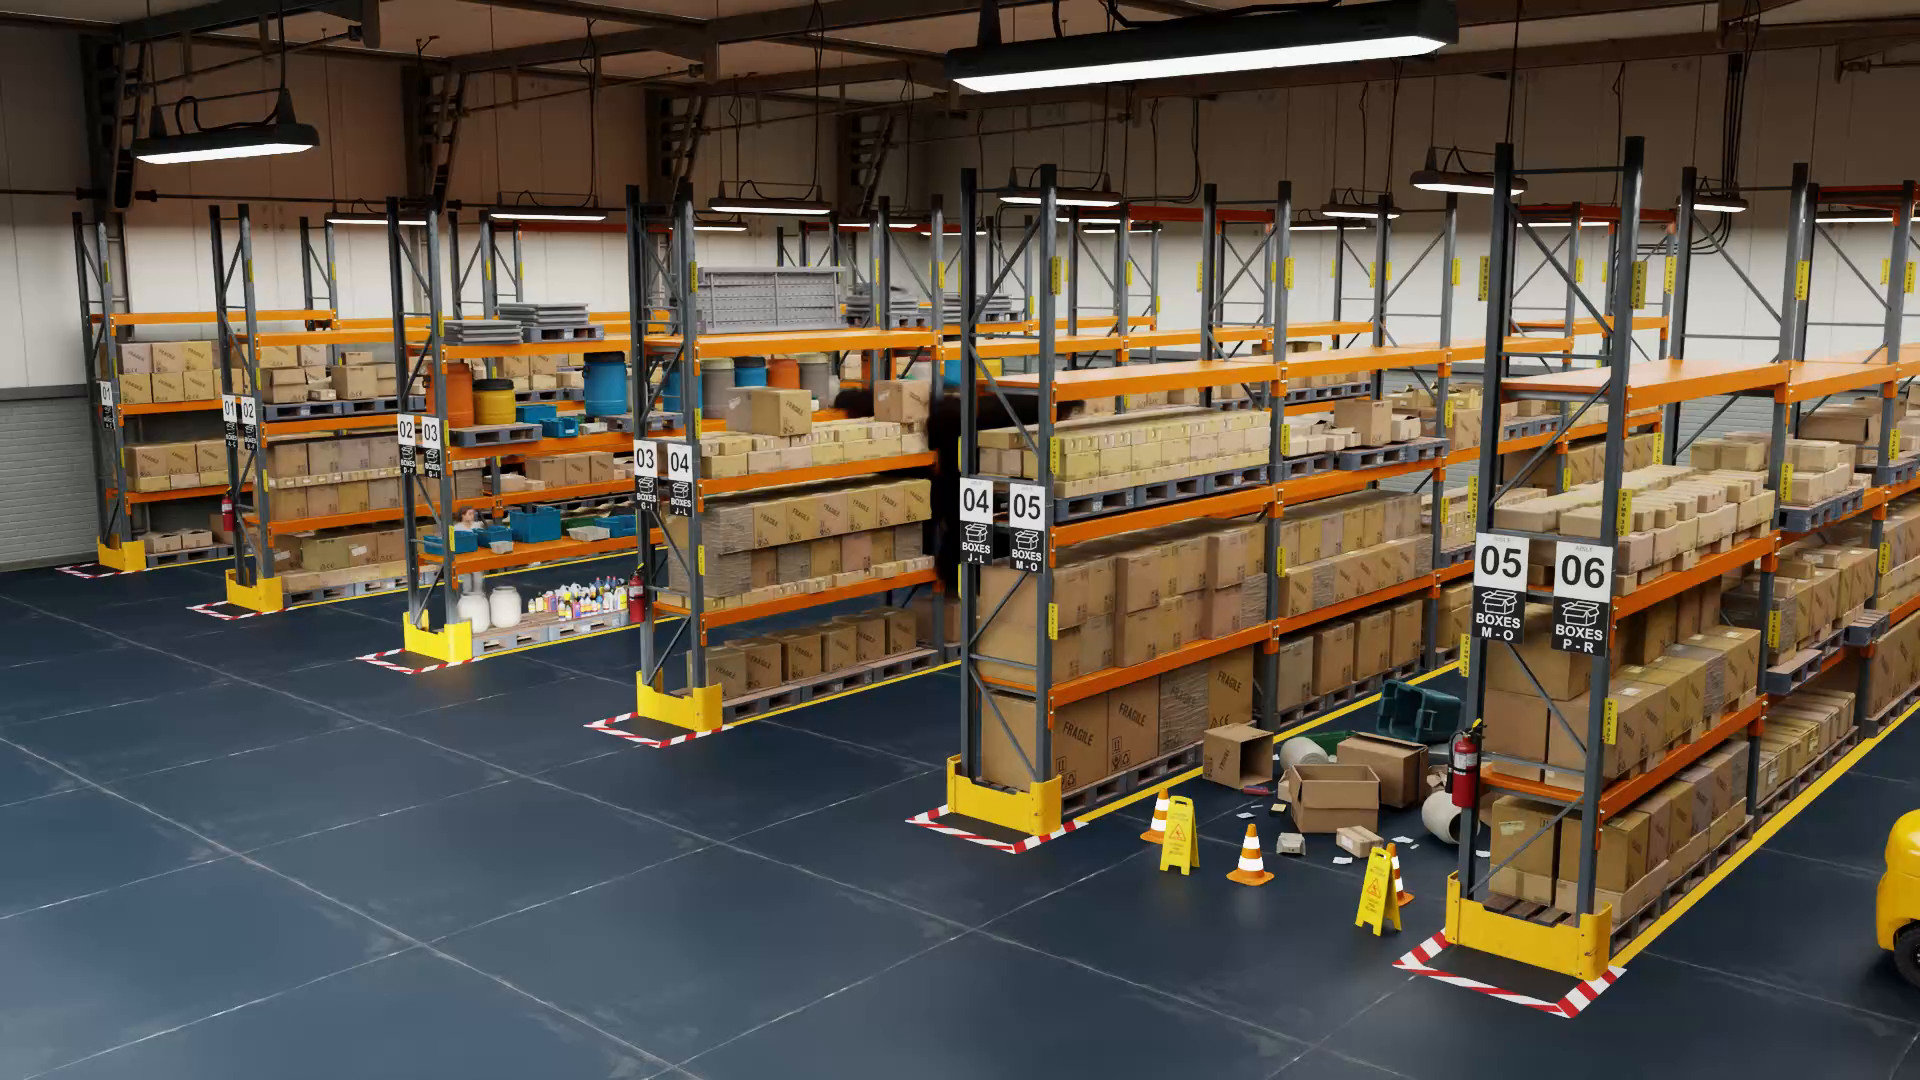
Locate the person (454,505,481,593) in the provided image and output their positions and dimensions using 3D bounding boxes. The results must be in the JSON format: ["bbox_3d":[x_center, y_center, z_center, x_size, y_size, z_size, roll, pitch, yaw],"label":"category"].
[{"bbox_3d":[-7.197,0.309,24.370,0.487,1.677,0.352,-7,12,-36],"label":"person"}]
